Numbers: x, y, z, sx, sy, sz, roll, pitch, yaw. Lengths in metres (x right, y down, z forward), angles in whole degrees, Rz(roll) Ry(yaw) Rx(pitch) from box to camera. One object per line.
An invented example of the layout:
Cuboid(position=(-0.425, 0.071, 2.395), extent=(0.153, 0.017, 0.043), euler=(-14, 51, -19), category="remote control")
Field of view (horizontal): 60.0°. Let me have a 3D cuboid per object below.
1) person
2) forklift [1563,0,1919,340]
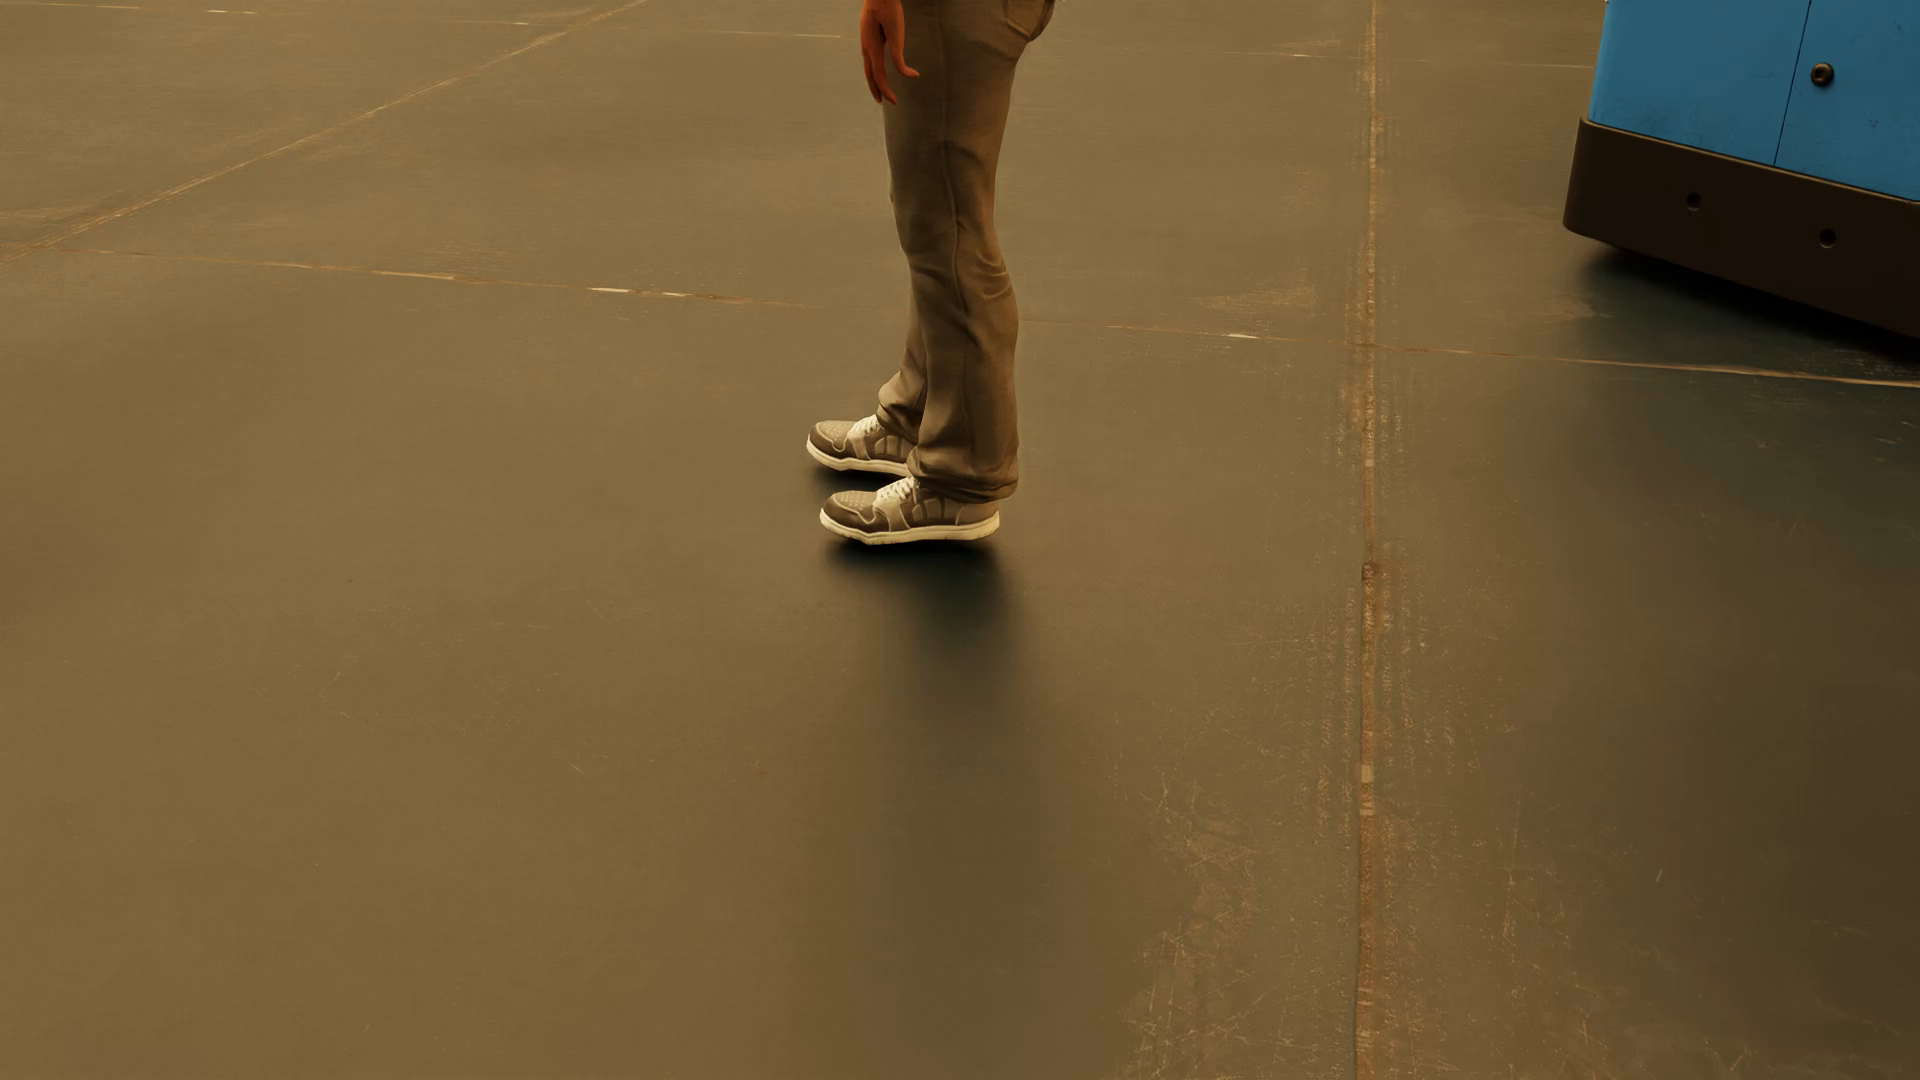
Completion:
Cuboid(position=(-0.069, -0.723, 2.168), extent=(0.475, 1.575, 0.521), euler=(6, 27, 11), category="person")
Cuboid(position=(2.887, -2.103, 3.414), extent=(3.031, 2.935, 1.130), euler=(-15, 30, -27), category="forklift")
